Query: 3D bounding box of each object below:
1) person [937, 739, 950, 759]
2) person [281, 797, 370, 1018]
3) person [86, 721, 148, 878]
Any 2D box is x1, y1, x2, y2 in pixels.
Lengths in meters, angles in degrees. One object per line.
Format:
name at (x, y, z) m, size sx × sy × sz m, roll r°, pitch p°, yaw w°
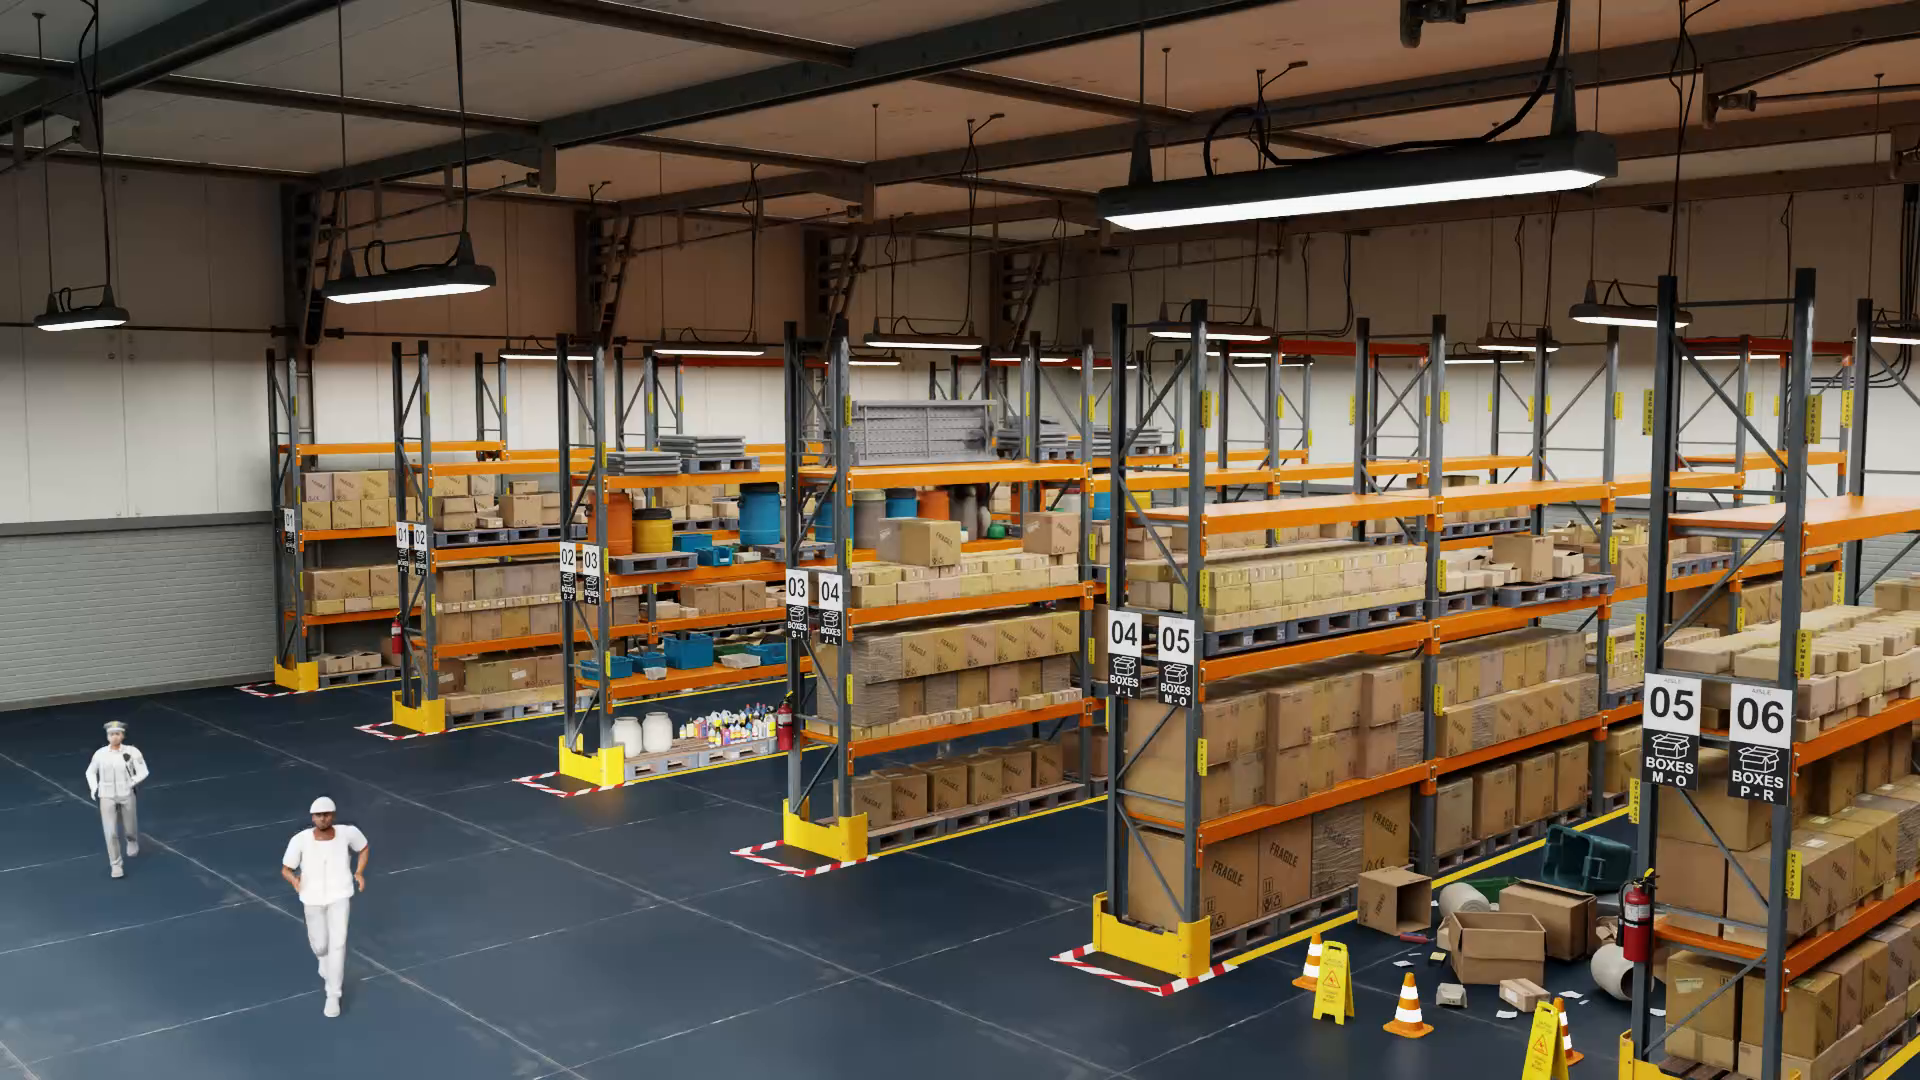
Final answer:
person at (-0.229, 2.330, 22.886) m, size 0.538 × 1.552 × 0.544 m, roll 3°, pitch 6°, yaw 29°
person at (-5.396, 3.058, 14.170) m, size 0.700 × 1.772 × 0.963 m, roll -2°, pitch 5°, yaw -18°
person at (-9.146, 2.775, 18.048) m, size 0.622 × 1.656 × 0.716 m, roll -2°, pitch 5°, yaw -21°
